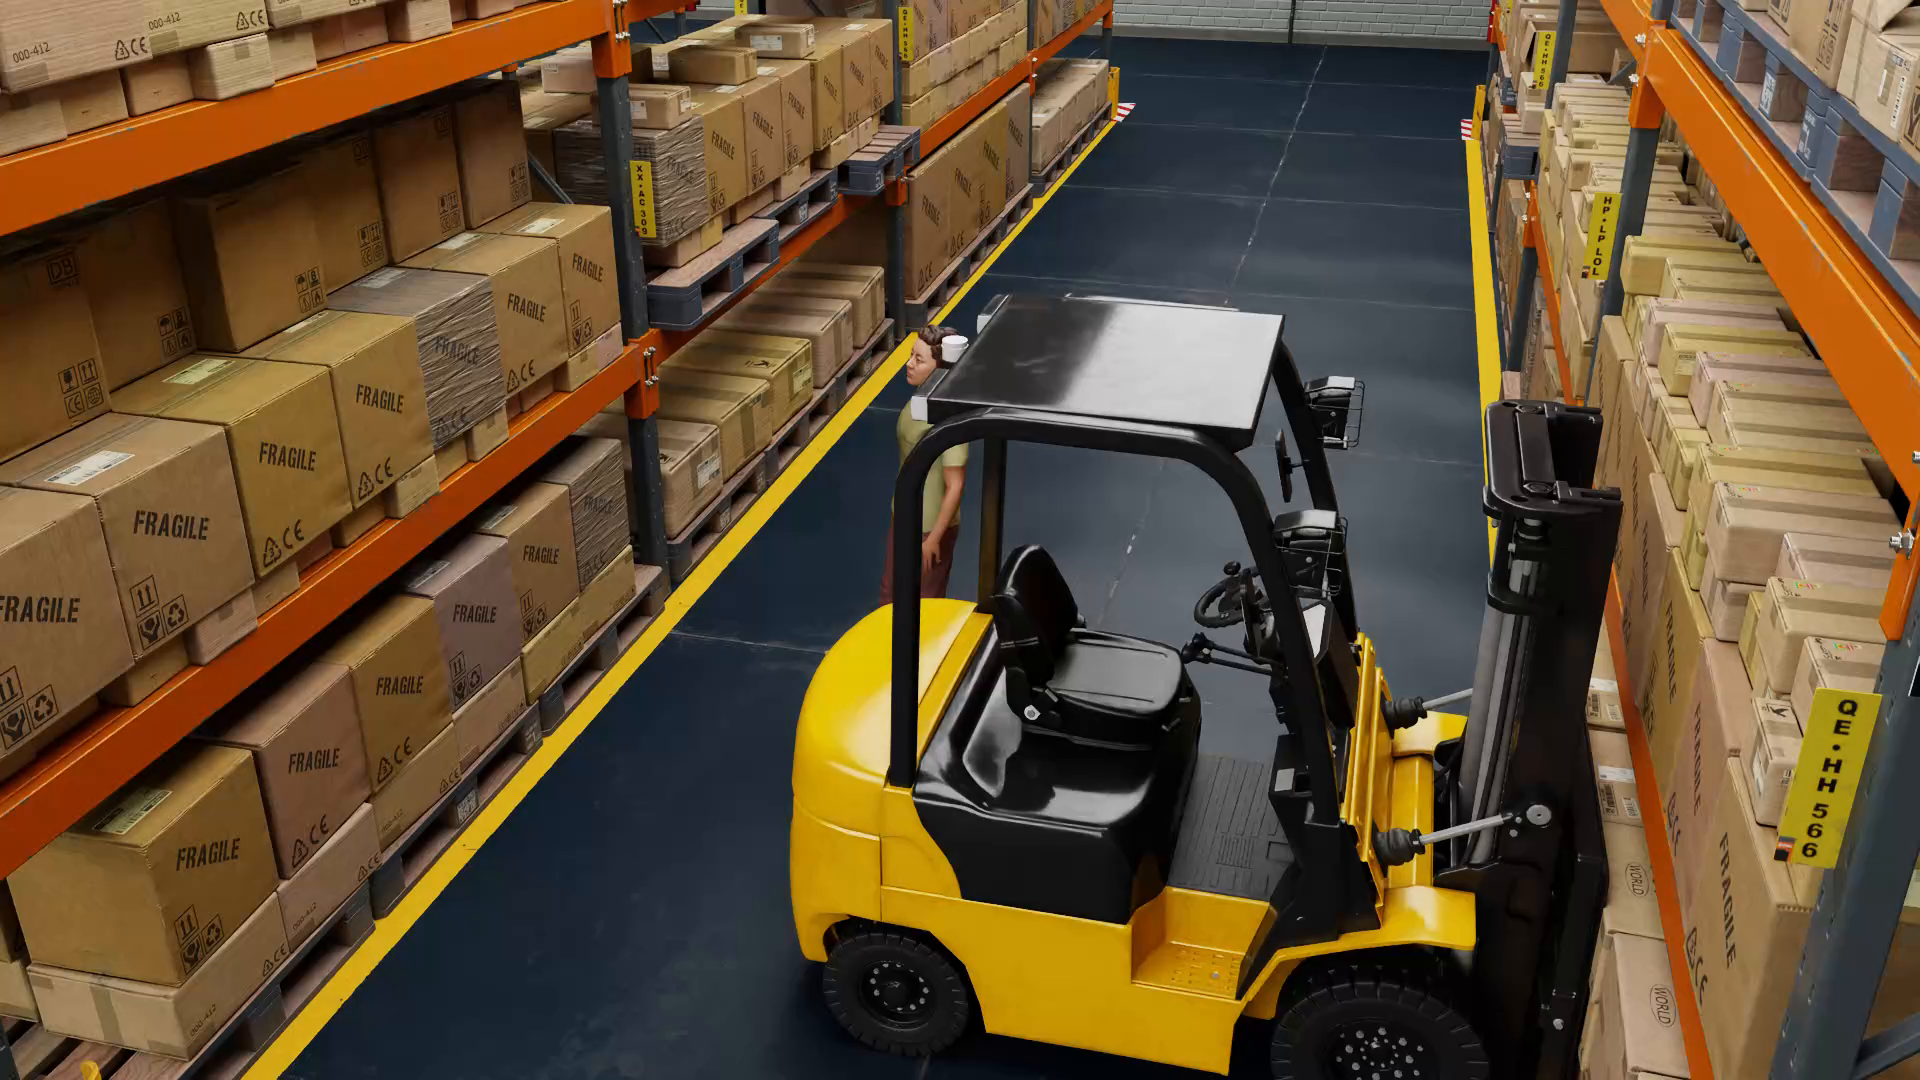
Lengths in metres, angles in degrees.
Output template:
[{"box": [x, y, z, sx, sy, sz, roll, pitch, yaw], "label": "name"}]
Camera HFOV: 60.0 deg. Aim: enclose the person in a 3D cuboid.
[{"box": [-0.225, -0.066, 6.747, 0.527, 1.659, 0.552, -6, 26, -13], "label": "person"}]
